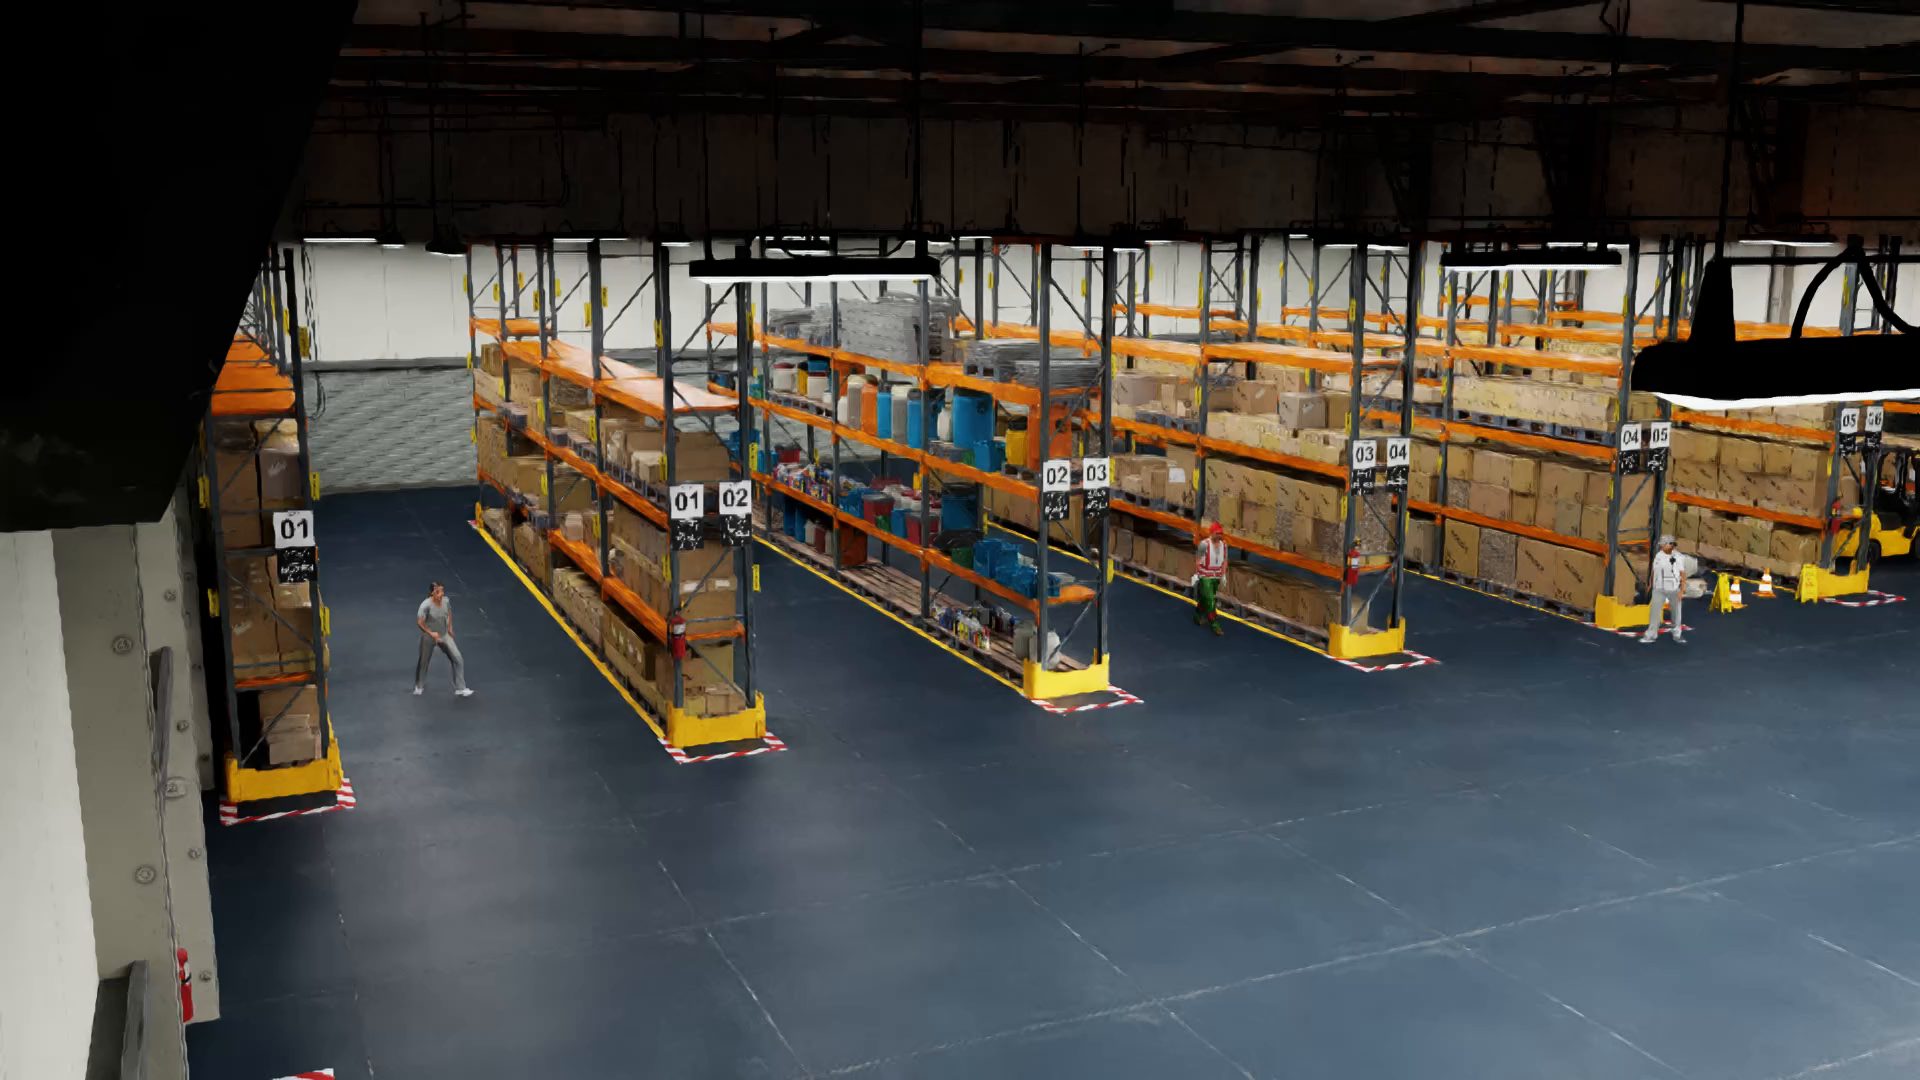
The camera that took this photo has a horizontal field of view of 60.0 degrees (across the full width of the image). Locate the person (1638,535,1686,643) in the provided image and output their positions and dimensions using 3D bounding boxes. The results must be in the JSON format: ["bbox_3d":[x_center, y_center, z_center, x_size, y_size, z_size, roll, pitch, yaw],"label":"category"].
[{"bbox_3d":[10.620,0.735,25.004,0.609,1.644,0.615,-11,15,-43],"label":"person"}]

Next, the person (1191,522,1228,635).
[{"bbox_3d":[3.911,0.556,25.670,0.551,1.707,1.109,-5,12,-25],"label":"person"}]

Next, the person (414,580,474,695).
[{"bbox_3d":[-6.985,1.290,22.212,0.609,1.604,0.814,-9,14,-40],"label":"person"}]
